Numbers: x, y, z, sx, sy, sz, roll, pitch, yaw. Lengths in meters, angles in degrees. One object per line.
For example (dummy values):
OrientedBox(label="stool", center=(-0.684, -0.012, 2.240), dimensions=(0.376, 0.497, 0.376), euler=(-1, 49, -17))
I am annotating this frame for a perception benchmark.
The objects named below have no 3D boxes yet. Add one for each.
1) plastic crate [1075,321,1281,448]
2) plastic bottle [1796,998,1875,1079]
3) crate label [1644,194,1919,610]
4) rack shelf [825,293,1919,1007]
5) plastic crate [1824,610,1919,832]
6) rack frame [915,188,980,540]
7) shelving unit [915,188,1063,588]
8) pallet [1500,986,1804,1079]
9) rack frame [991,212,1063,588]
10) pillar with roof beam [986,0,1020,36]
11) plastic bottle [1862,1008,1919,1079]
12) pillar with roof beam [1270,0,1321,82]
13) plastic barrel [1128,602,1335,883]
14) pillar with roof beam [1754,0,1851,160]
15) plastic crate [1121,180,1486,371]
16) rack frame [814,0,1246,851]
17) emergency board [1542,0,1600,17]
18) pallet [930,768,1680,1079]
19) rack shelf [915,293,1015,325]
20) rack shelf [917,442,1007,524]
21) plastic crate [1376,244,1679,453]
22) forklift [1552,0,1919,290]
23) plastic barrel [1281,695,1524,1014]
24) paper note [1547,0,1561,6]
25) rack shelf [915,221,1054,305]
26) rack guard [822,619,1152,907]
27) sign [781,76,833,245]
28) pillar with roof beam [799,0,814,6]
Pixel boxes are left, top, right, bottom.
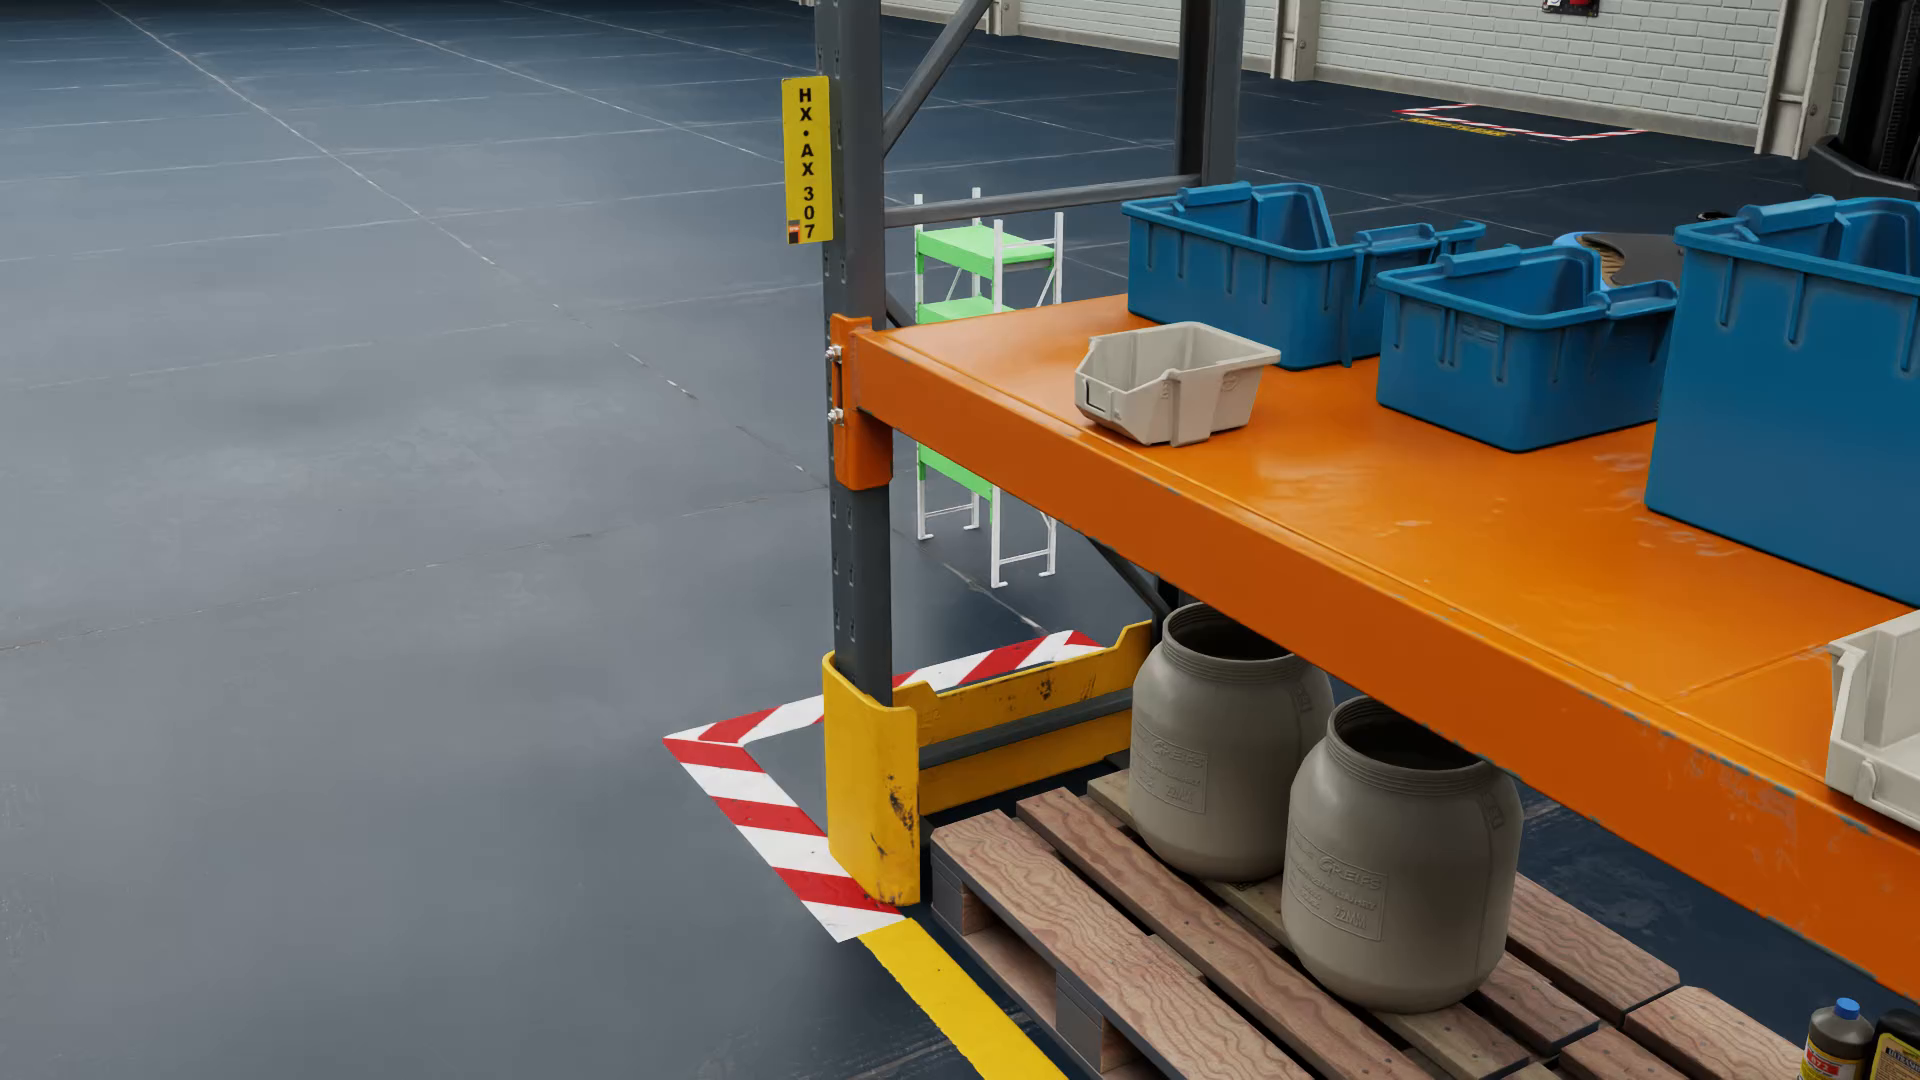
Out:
OrientedBox(label="plastic crate", center=(0.352, -0.259, 2.816), dimensions=(0.298, 0.136, 0.250), euler=(-13, 25, -28))
OrientedBox(label="plastic bottle", center=(1.486, 0.870, 2.820), dimensions=(0.097, 0.201, 0.097), euler=(0, 22, 0))
OrientedBox(label="crate label", center=(1.344, -0.206, 2.287), dimensions=(0.502, 0.435, 0.616), euler=(-13, 25, -28))
OrientedBox(label="rack shelf", center=(1.193, 0.248, 2.174), dimensions=(1.077, 0.370, 4.000), euler=(-13, 25, -28))
OrientedBox(label="plastic crate", center=(1.167, 0.207, 1.669), dimensions=(0.530, 0.136, 0.437), euler=(-13, 25, -28))
OrientedBox(label="rack frame", center=(-0.040, -0.581, 5.648), dimensions=(0.240, 1.200, 0.015), euler=(-13, 25, -28))
OrientedBox(label="shelving unit", center=(0.085, -0.502, 5.454), dimensions=(0.258, 1.200, 0.503), euler=(-13, 25, -28))
OrientedBox(label="pallet", center=(1.280, 1.233, 2.498), dimensions=(1.003, 0.211, 1.213), euler=(-13, 25, -28))
OrientedBox(label="rack frame", center=(0.209, -0.423, 5.259), dimensions=(0.240, 1.200, 0.015), euler=(-13, 25, -28))
OrientedBox(label="pillar with roof beam", center=(-3.106, -10.356, 19.340), dimensions=(9.100, 9.000, 0.400), euler=(-13, 25, -28))
OrientedBox(label="plastic bottle", center=(1.562, 0.866, 2.720), dimensions=(0.061, 0.283, 0.133), euler=(-12, 25, -27))
OrientedBox(label="pillar with roof beam", center=(-0.041, -8.414, 14.561), dimensions=(9.100, 9.000, 0.400), euler=(-13, 25, -28))
OrientedBox(label="plastic barrel", center=(0.573, 0.423, 3.533), dimensions=(0.421, 0.512, 0.421), euler=(0, 22, 0))
OrientedBox(label="pillar with roof beam", center=(3.024, -6.472, 9.783), dimensions=(9.100, 9.000, 0.400), euler=(-13, 25, -28))
OrientedBox(label="plastic crate", center=(0.684, -0.560, 3.402), dimensions=(0.499, 0.251, 0.616), euler=(-13, 25, -28))
OrientedBox(label="rack frame", center=(0.171, -0.733, 3.631), dimensions=(1.000, 3.000, 0.127), euler=(-13, 25, -28))
OrientedBox(label="emergency board", center=(5.495, -5.328, 14.936), dimensions=(0.194, 1.169, 0.643), euler=(-13, 25, -28))
OrientedBox(label="pallet", center=(0.661, 0.838, 3.468), dimensions=(1.003, 0.211, 1.213), euler=(-13, 25, -28))
OrientedBox(label="rack shelf", center=(0.085, -0.665, 5.387), dimensions=(0.258, 0.148, 0.480), euler=(-13, 25, -28))
OrientedBox(label="rack shelf", center=(0.085, -0.221, 5.568), dimensions=(0.258, 0.148, 0.480), euler=(-13, 25, -28))
OrientedBox(label="plastic crate", center=(1.011, -0.348, 2.882), dimensions=(0.499, 0.251, 0.408), euler=(-13, 25, -28))
OrientedBox(label="forklift", center=(3.327, -1.099, 4.624), dimensions=(3.031, 2.935, 1.130), euler=(4, 23, 11))
OrientedBox(label="plastic barrel", center=(0.829, 0.586, 3.133), dimensions=(0.421, 0.512, 0.421), euler=(0, 22, 0))
OrientedBox(label="paper note", center=(5.464, -4.990, 15.275), dimensions=(0.016, 0.148, 0.142), euler=(-13, 25, -28))
OrientedBox(label="rack shelf", center=(0.085, -0.888, 5.297), dimensions=(0.258, 0.148, 0.480), euler=(-13, 25, -28))
OrientedBox(label="rack guard", center=(0.251, 0.441, 4.064), dimensions=(1.175, 0.500, 0.348), euler=(-13, 25, -28))
OrientedBox(label="sign", center=(-0.304, -0.757, 3.322), dimensions=(0.100, 0.325, 0.005), euler=(-13, 25, -28))
OrientedBox(label="pillar with roof beam", center=(-6.171, -12.299, 24.118), dimensions=(9.100, 9.000, 0.400), euler=(-13, 25, -28))
